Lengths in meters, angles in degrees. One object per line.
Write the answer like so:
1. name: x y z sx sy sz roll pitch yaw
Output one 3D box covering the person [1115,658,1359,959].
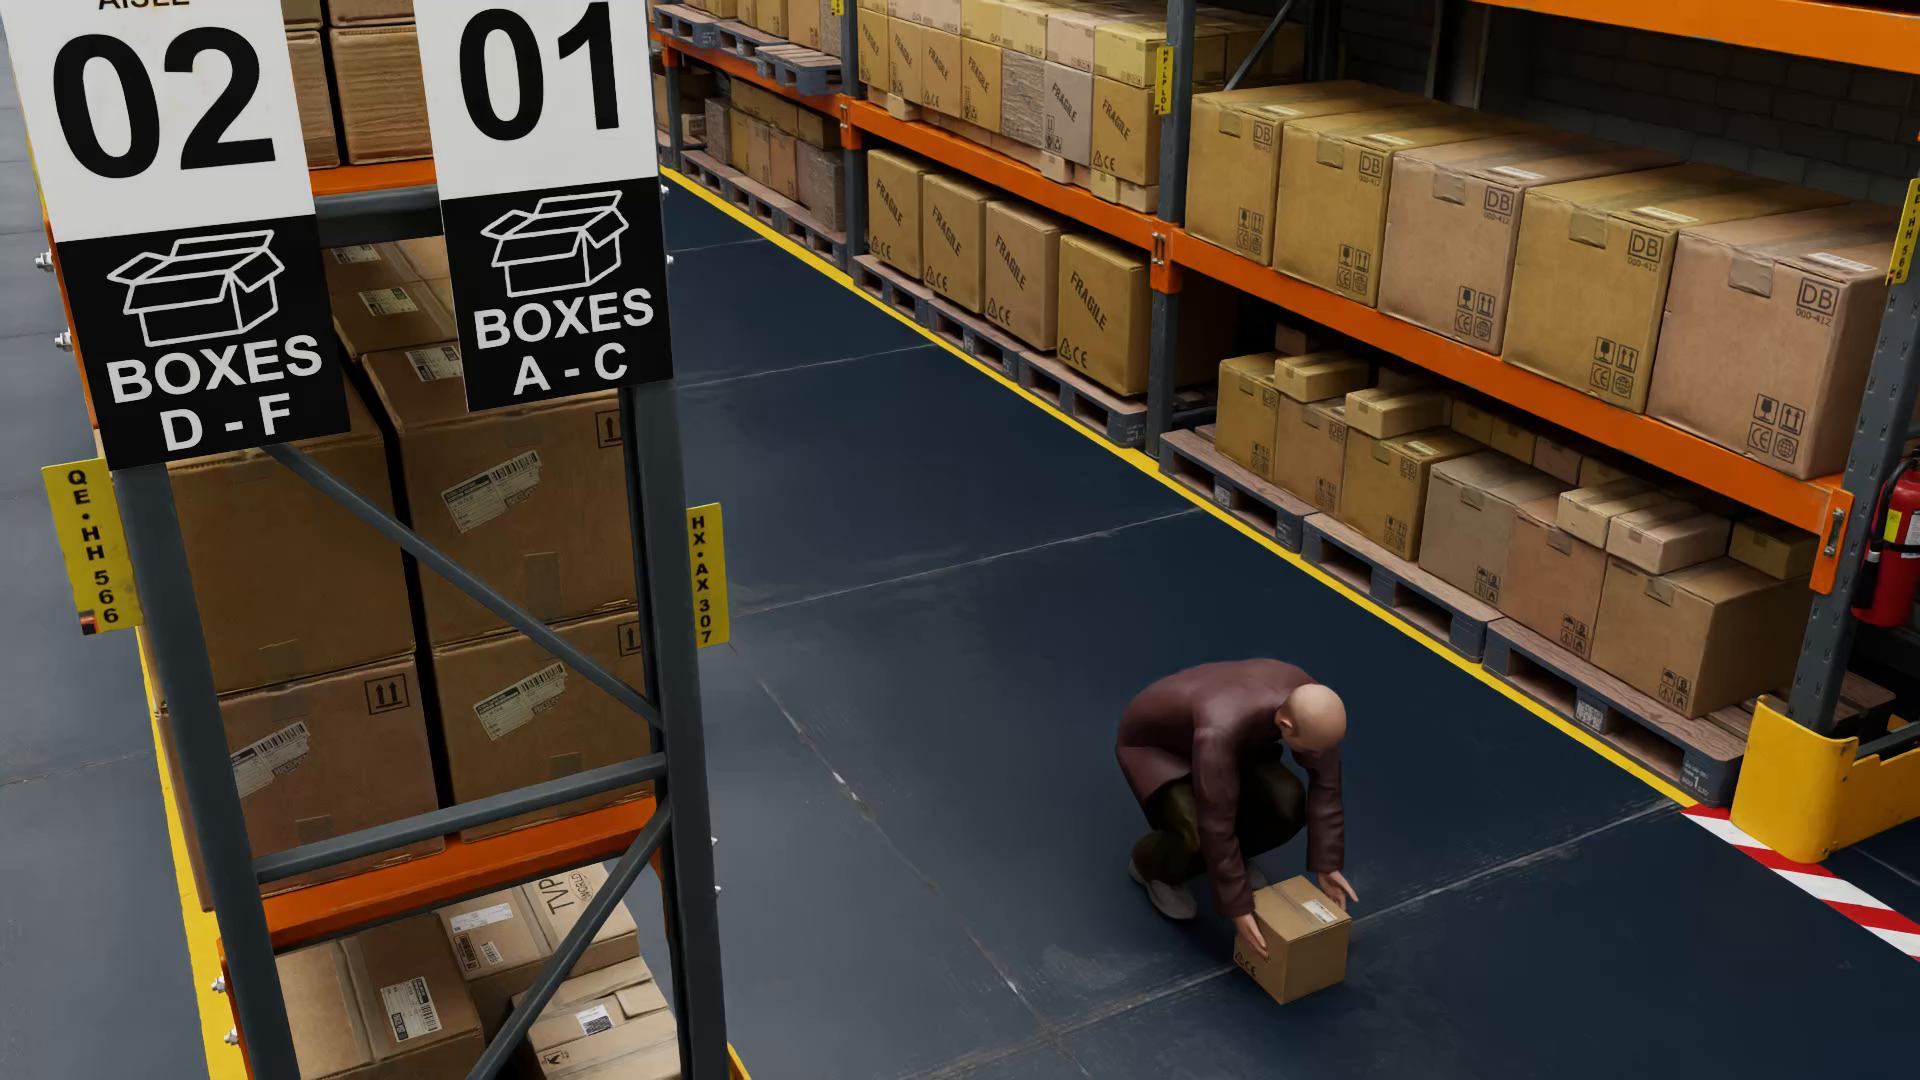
1. person: 0.884 0.780 5.404 0.609 0.982 0.903 -13 28 -25
